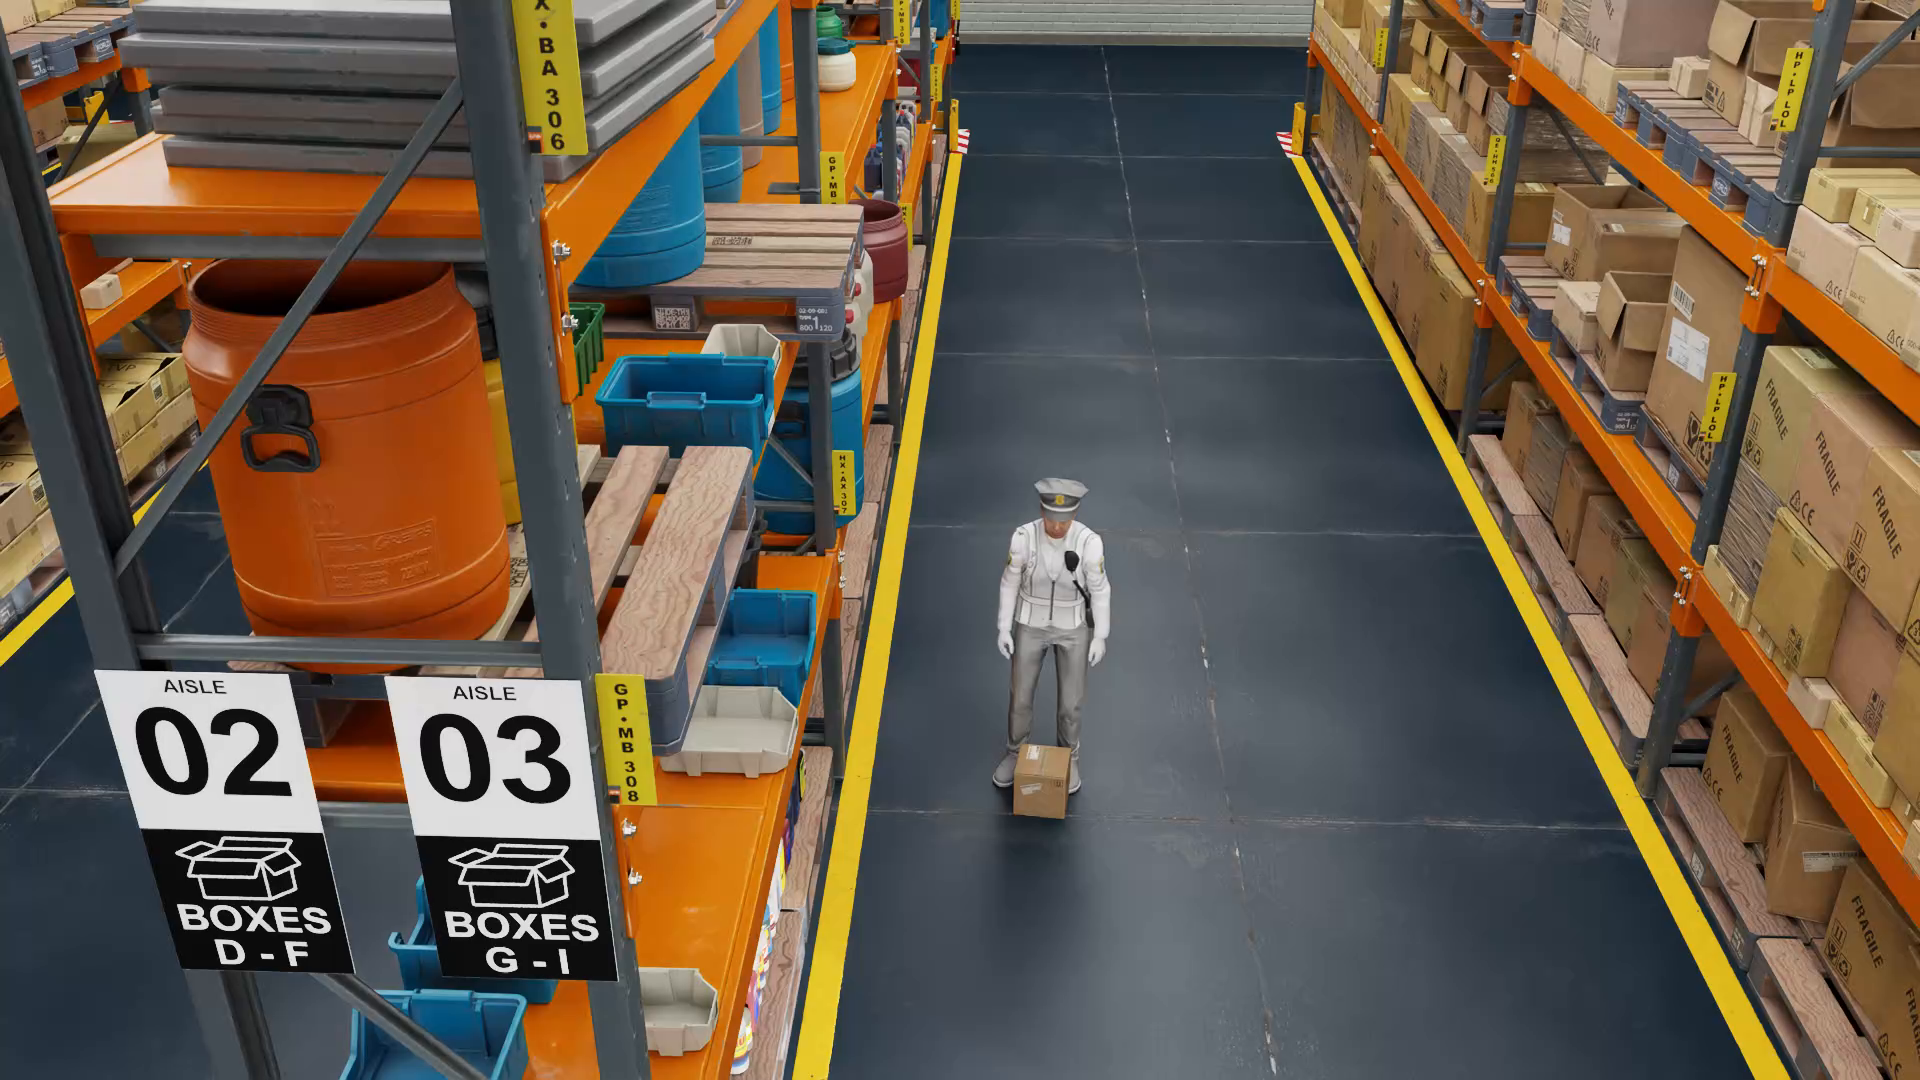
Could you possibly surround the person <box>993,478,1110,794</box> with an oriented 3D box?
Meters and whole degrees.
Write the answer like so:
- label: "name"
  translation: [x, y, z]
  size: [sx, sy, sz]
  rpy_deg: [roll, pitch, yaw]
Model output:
- label: "person"
  translation: [0.447, 0.446, 8.005]
  size: [0.542, 1.665, 0.373]
  rpy_deg: [4, 28, 8]
